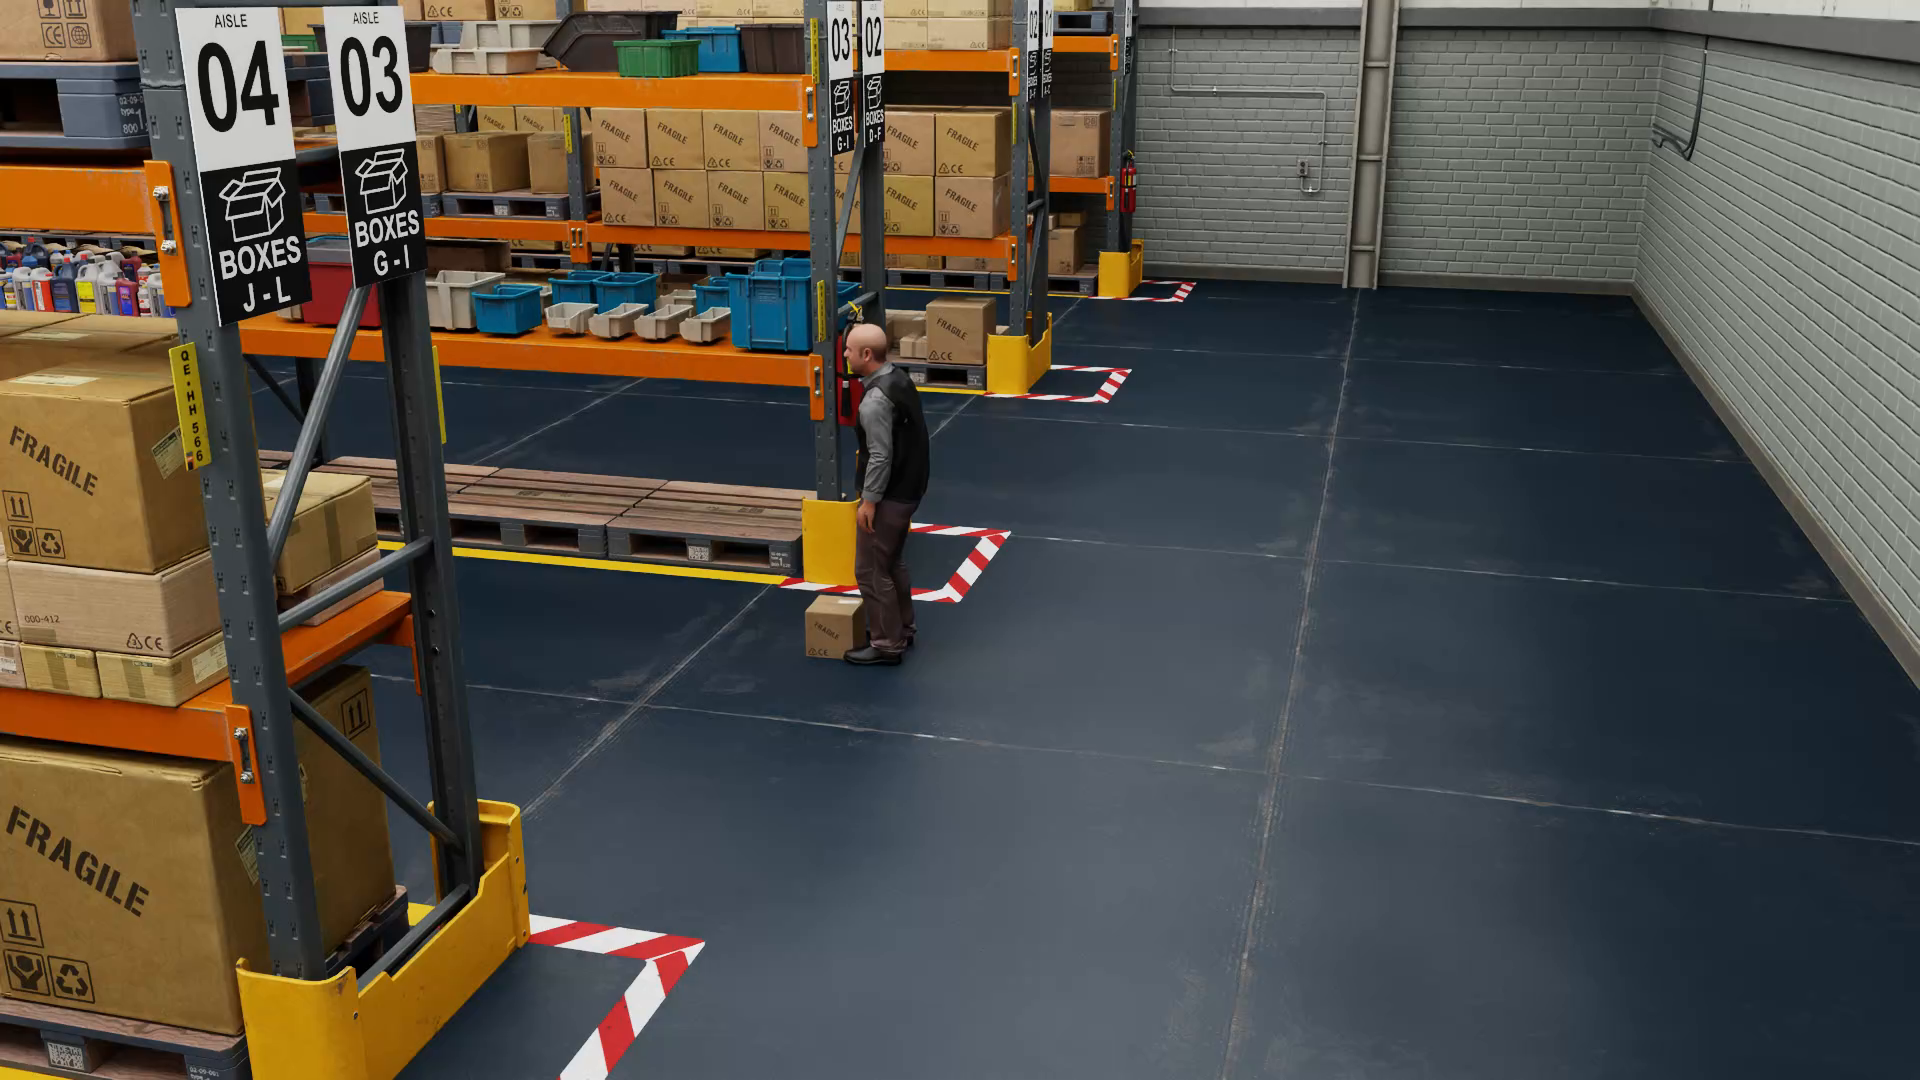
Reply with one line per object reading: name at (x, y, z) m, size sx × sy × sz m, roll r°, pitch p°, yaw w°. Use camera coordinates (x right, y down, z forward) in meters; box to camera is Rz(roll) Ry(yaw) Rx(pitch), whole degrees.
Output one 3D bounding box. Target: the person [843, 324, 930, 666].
person at (-0.364, -0.227, 8.289) m, size 0.421 × 1.720 × 0.589 m, roll 3°, pitch 18°, yaw 10°
